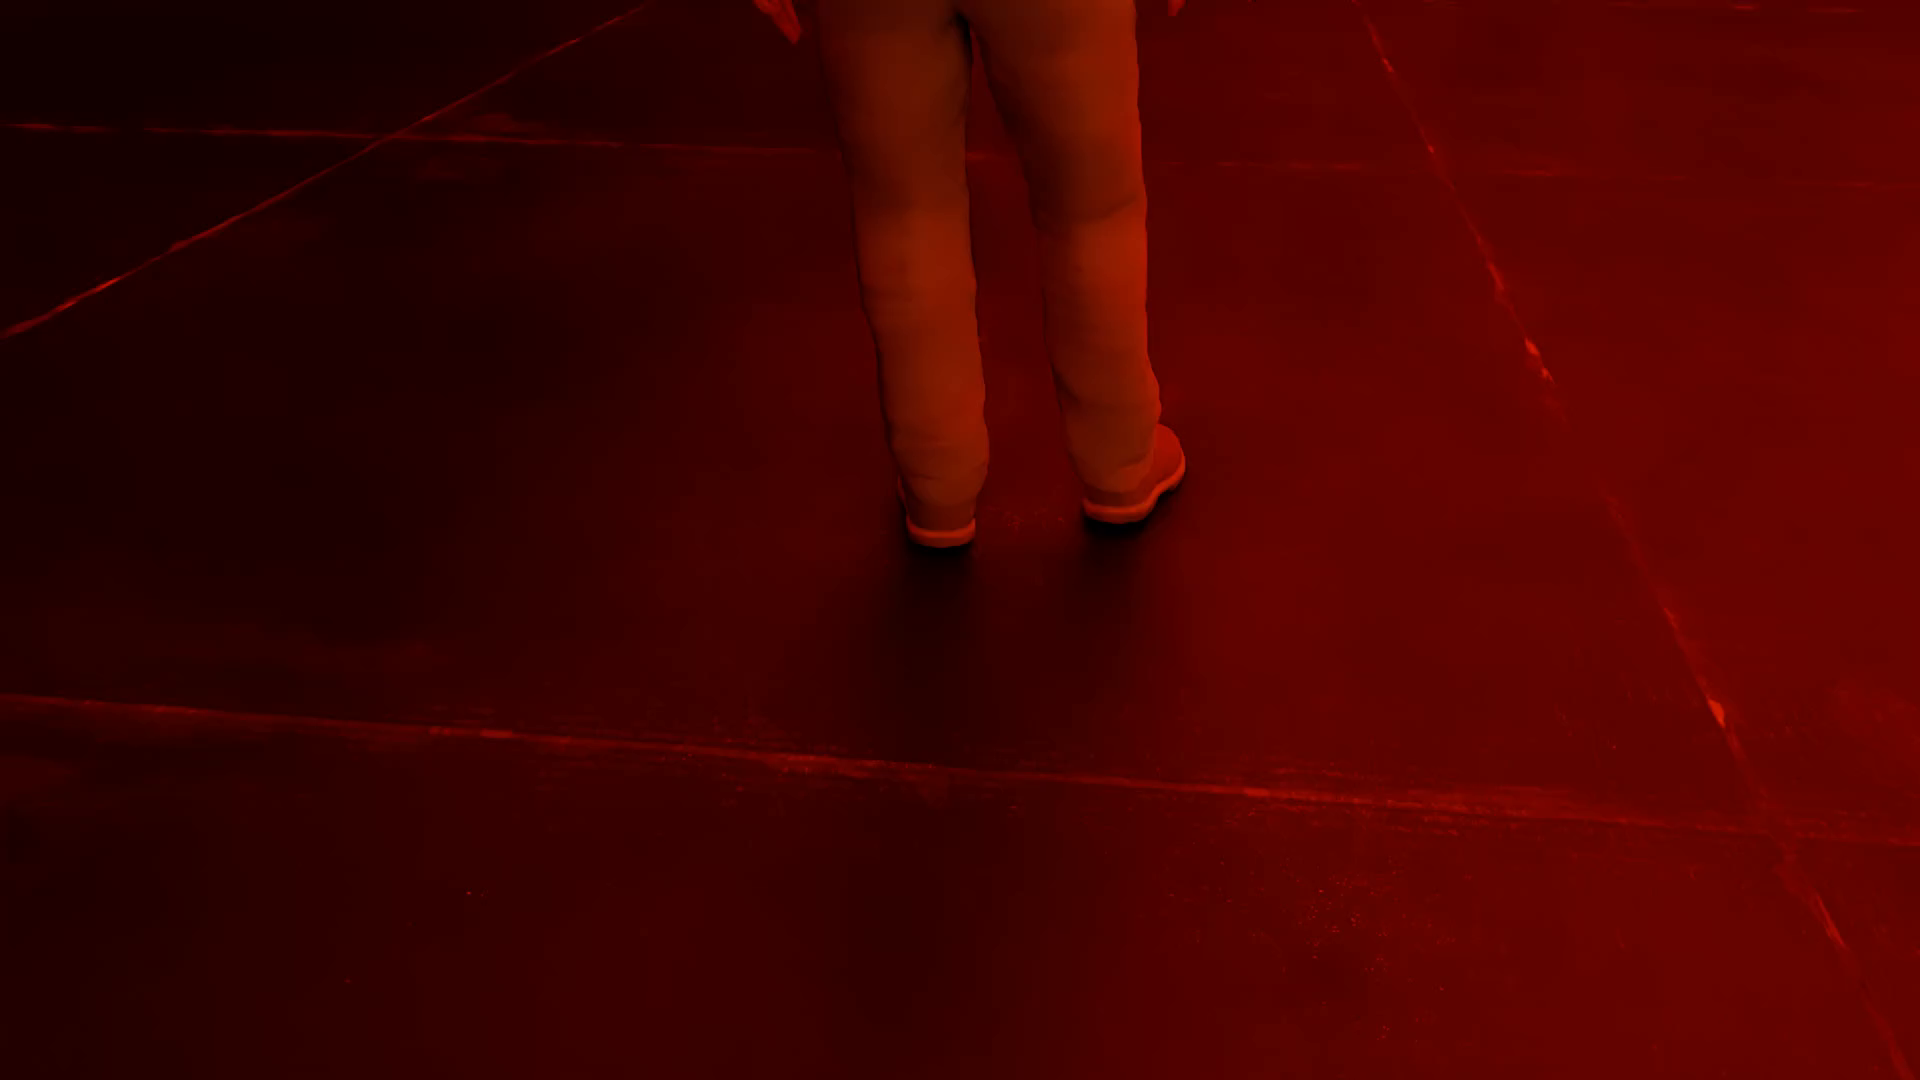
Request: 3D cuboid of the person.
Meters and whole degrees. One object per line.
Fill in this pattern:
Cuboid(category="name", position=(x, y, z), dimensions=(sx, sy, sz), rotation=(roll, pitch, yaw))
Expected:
Cuboid(category="person", position=(0.022, -0.838, 2.166), dimensions=(0.640, 1.781, 0.574), rotation=(3, 27, 7))
